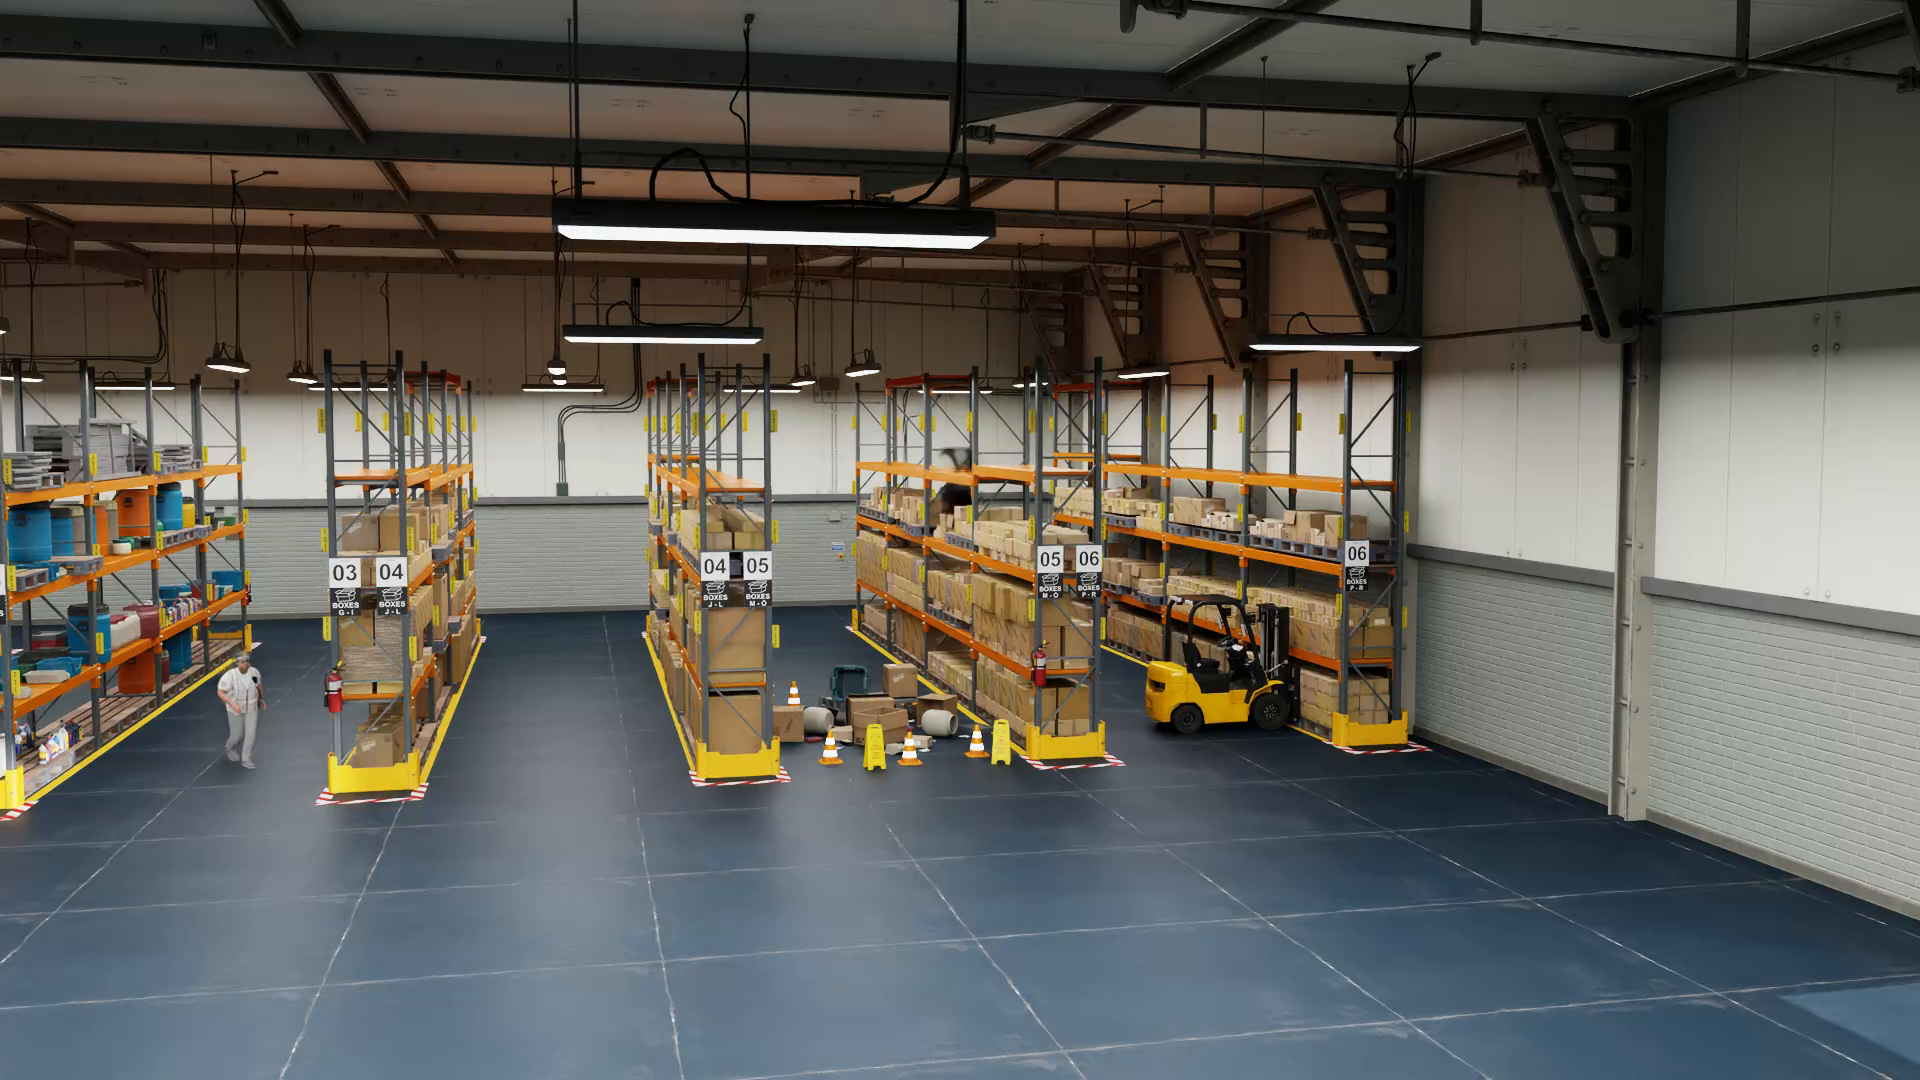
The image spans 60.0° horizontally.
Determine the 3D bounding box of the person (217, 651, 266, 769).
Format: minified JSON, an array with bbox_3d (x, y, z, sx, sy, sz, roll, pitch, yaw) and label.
[{"bbox_3d":[-10.530,2.458,24.316,0.664,1.730,0.758,-3,5,-40],"label":"person"}]
